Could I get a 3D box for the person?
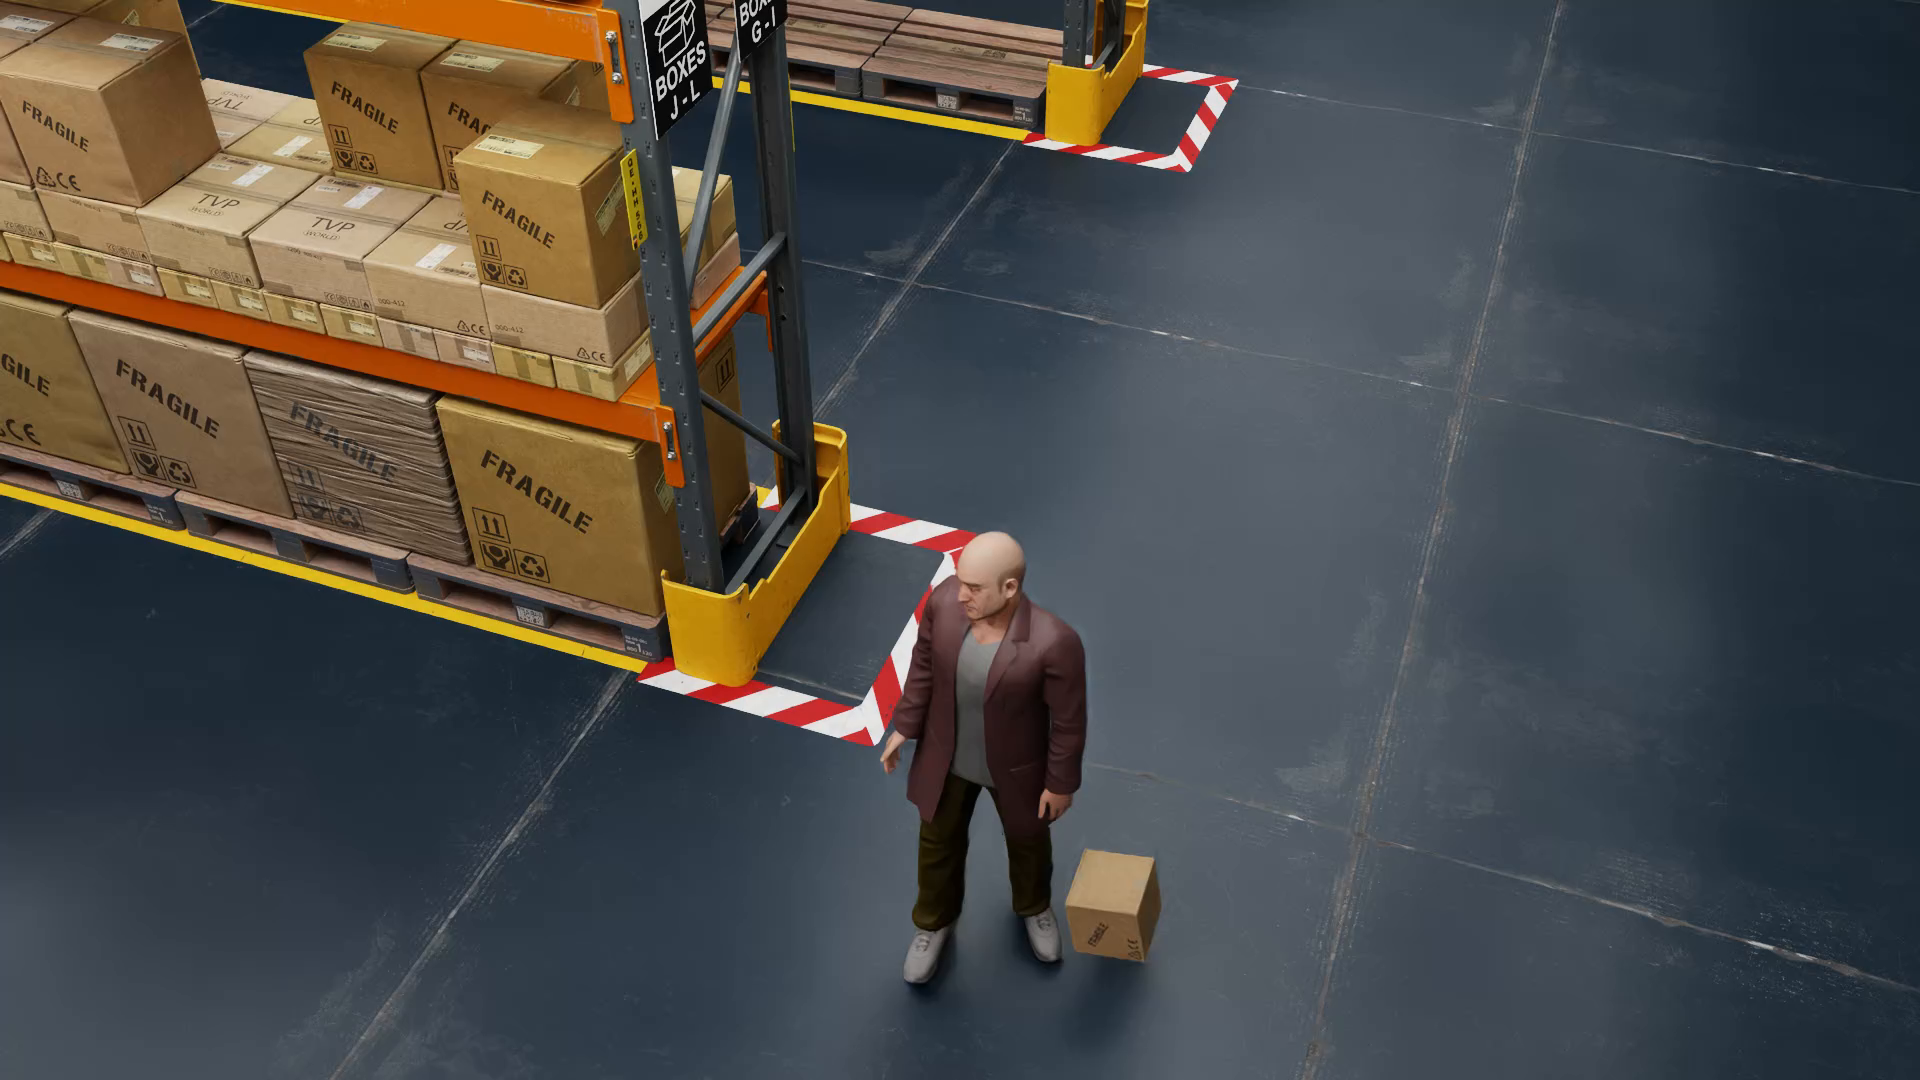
[{"bbox_3d":[0.061,0.737,5.290,0.654,1.768,0.618,17,44,19],"label":"person"}]
